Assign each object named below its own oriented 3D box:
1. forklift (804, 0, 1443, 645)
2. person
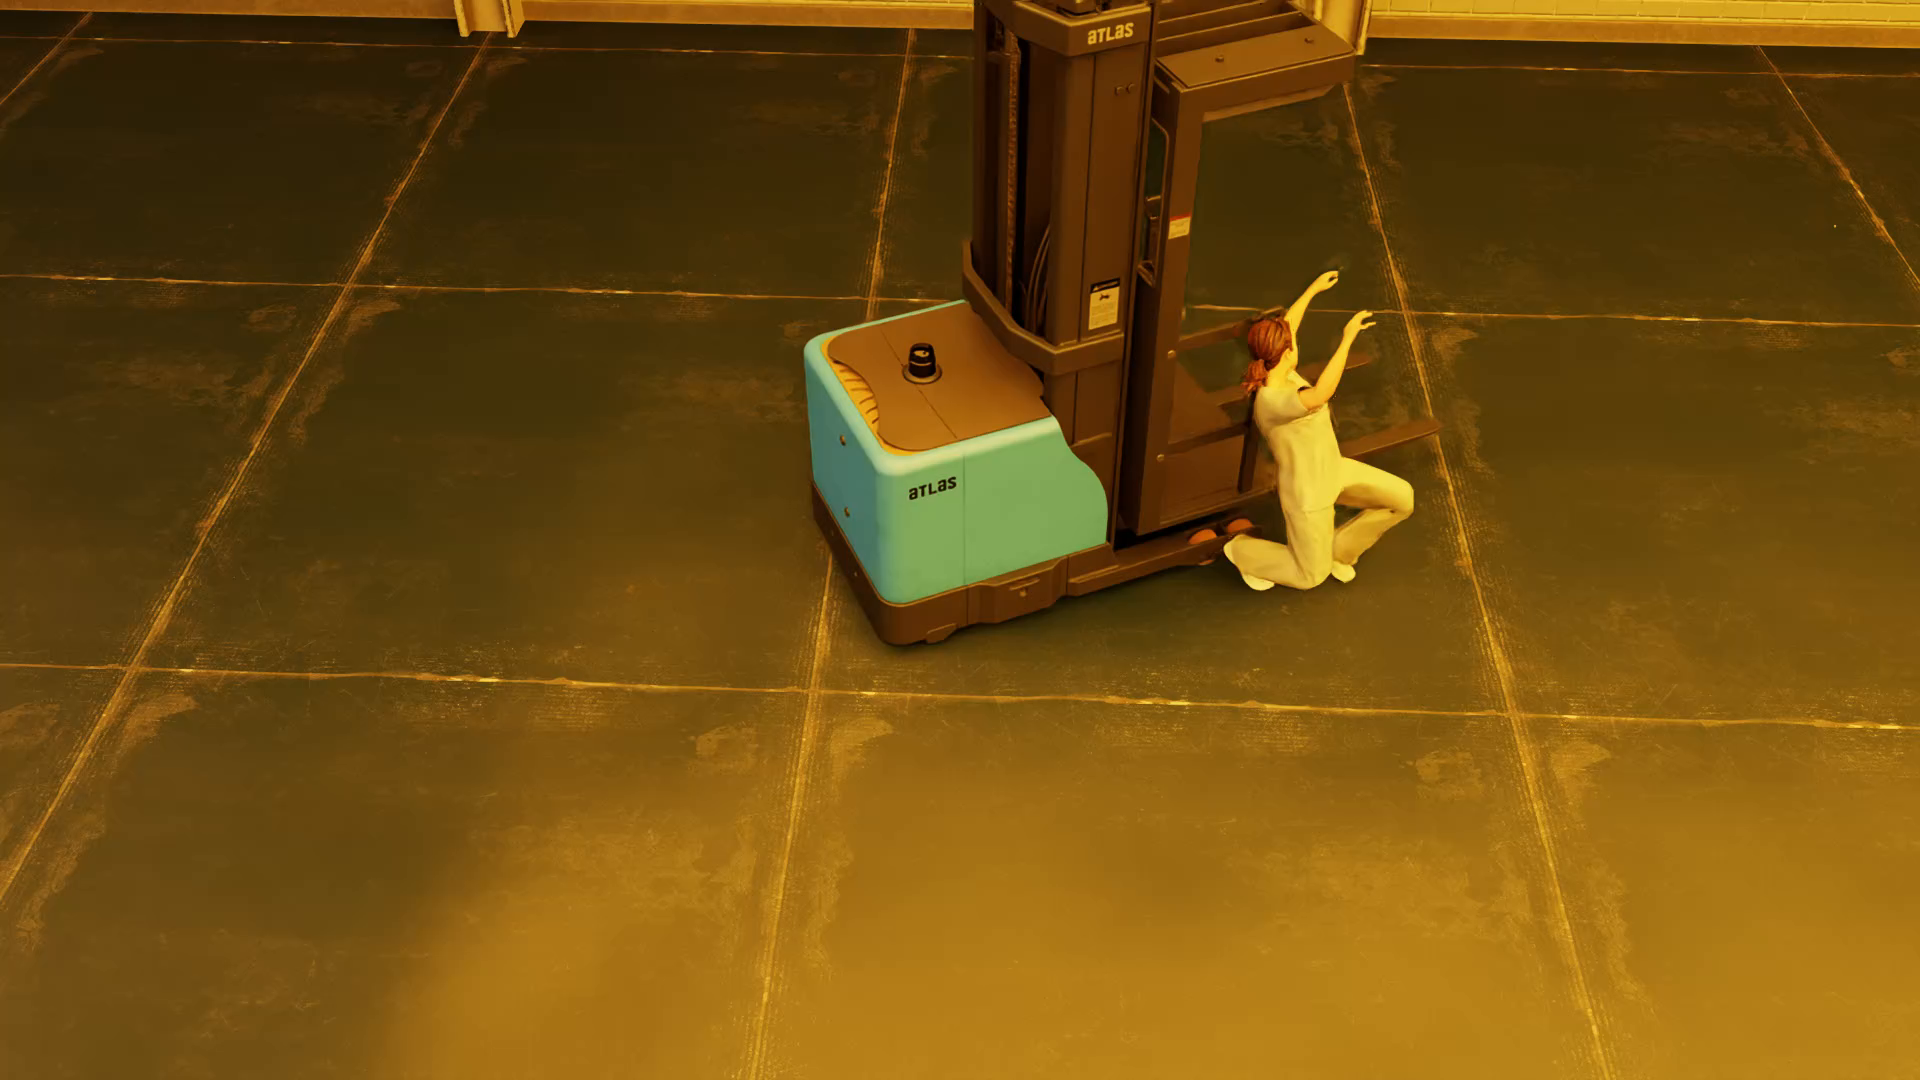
[{"bbox_3d":[0.863,-1.277,7.141,3.031,2.935,1.130,-16,45,-17],"label":"forklift"},{"bbox_3d":[1.656,-0.470,7.307,0.805,1.535,0.984,18,45,19],"label":"person"}]
